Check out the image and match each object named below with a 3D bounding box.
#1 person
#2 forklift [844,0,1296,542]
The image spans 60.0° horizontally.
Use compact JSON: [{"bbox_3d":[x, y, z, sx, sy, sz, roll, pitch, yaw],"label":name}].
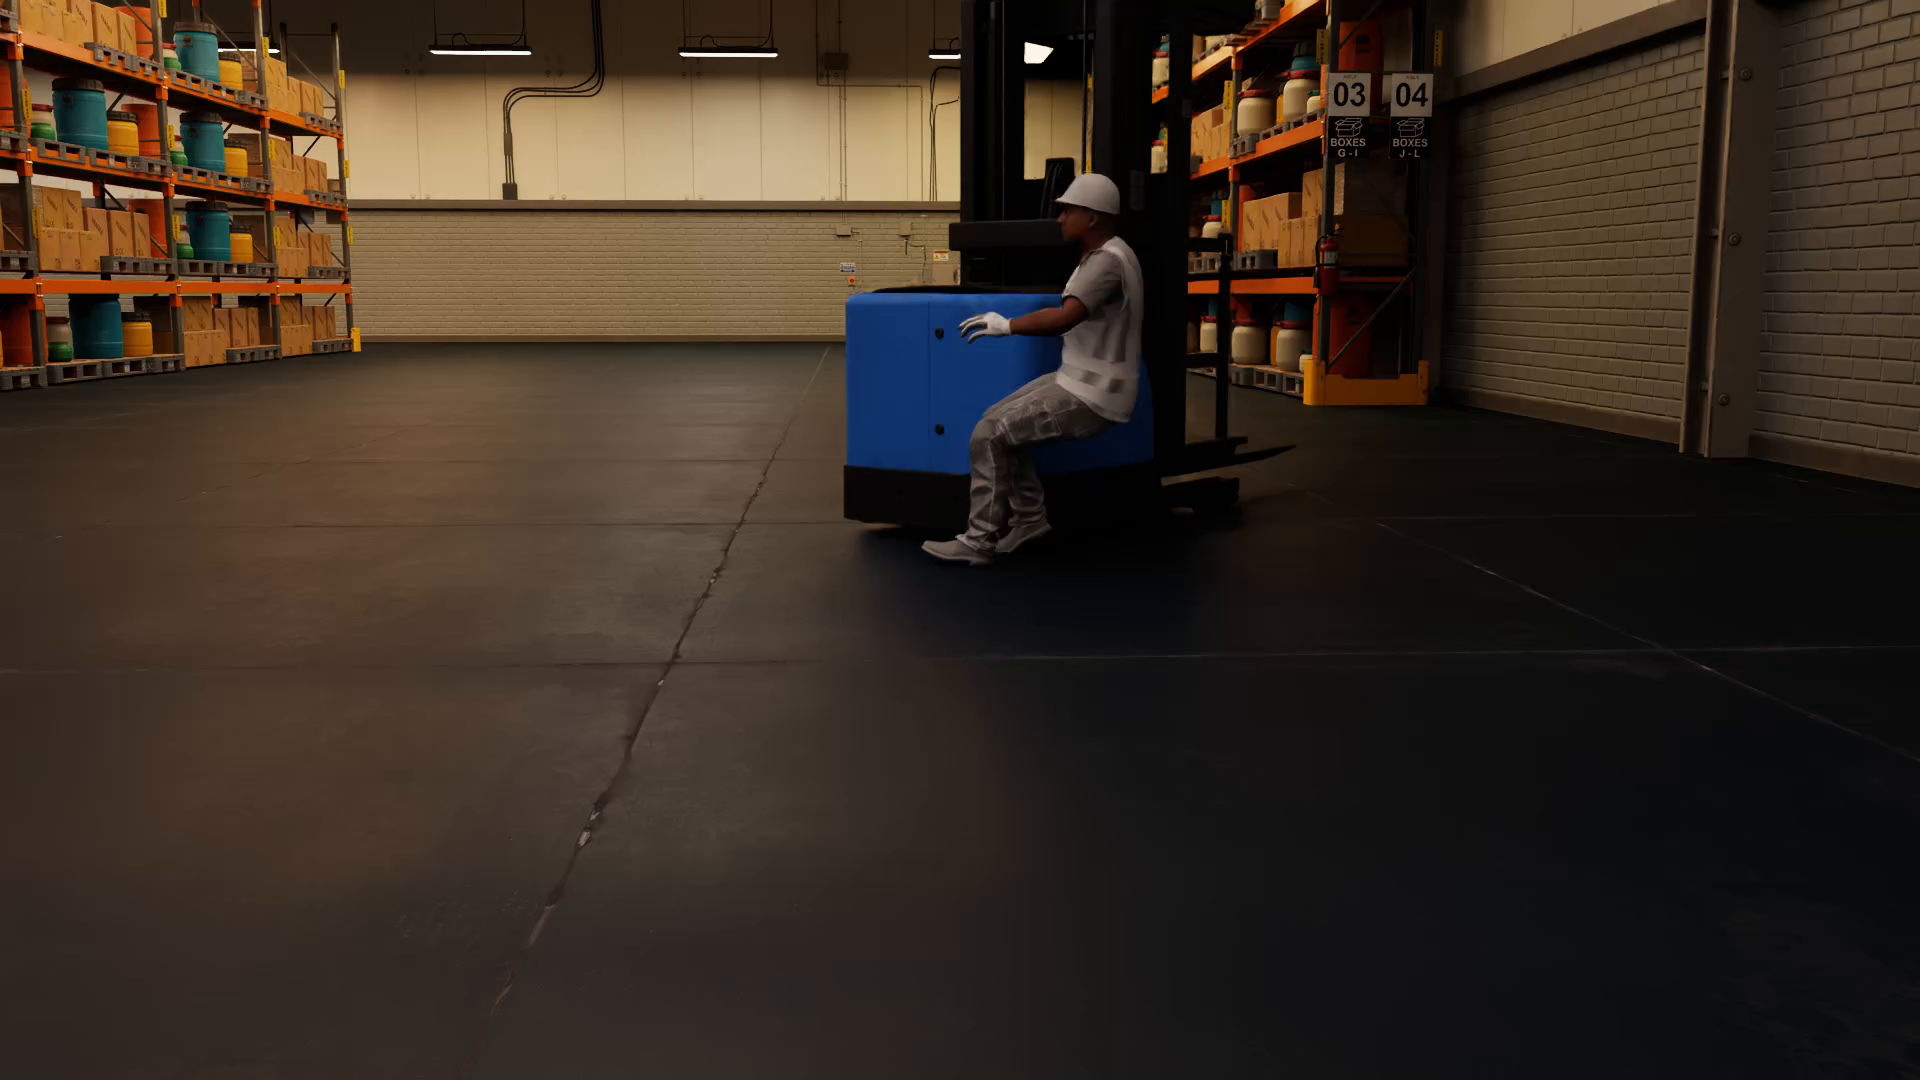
[{"bbox_3d":[0.286,-0.658,6.571,0.885,1.540,0.922,0,8,0],"label":"person"},{"bbox_3d":[0.746,-1.613,8.197,1.130,2.935,3.031,6,10,35],"label":"forklift"}]
